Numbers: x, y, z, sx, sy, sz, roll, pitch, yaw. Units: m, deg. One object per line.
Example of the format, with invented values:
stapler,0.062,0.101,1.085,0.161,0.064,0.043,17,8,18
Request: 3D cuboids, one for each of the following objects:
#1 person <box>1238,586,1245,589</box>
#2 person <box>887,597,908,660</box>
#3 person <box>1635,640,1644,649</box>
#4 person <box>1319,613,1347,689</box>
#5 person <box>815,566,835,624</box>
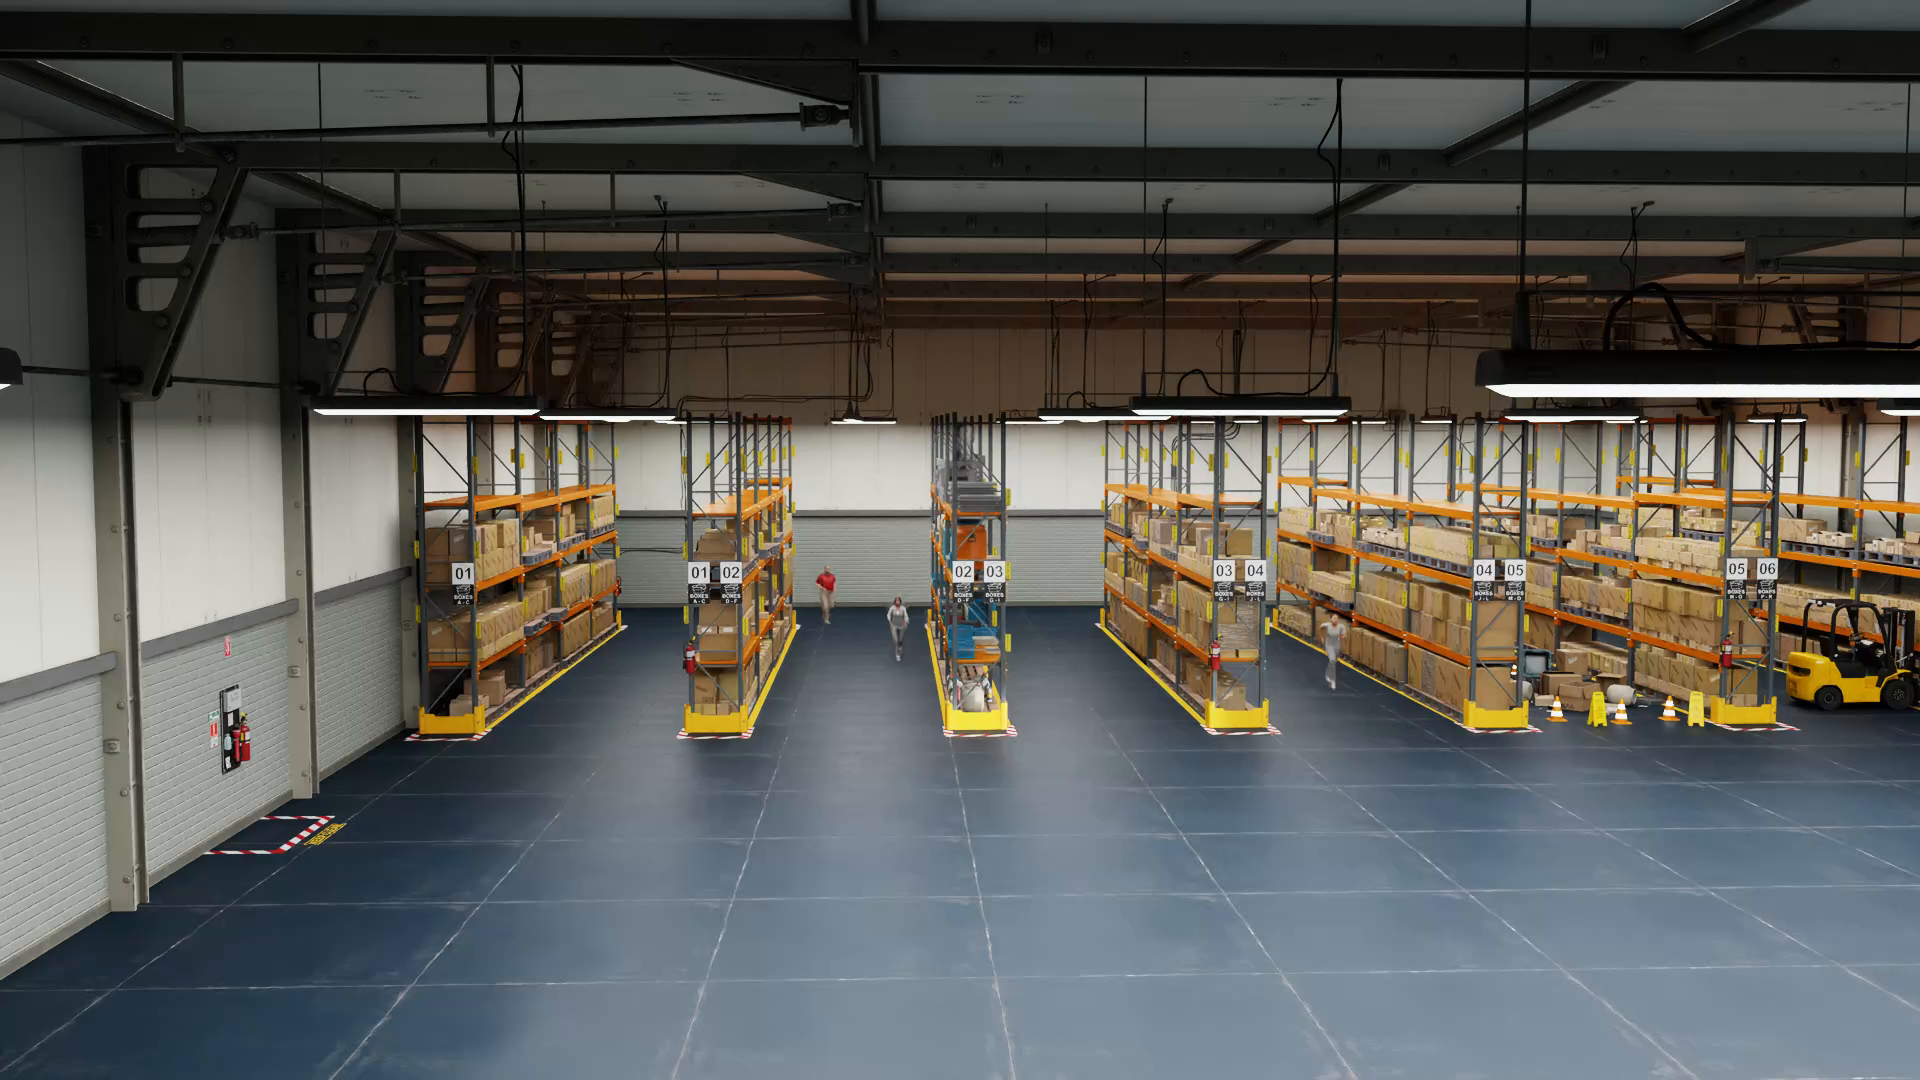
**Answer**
person,7.861,1.775,45.869,0.584,1.651,0.561,0,4,-1
person,-1.543,2.164,41.062,0.525,1.562,0.680,0,4,-4
person,16.309,2.162,39.321,0.645,1.843,0.802,0,4,-6
person,8.221,2.414,36.741,0.563,1.657,0.927,0,4,-3
person,-3.878,1.589,48.433,0.646,1.696,0.628,-2,4,-25
